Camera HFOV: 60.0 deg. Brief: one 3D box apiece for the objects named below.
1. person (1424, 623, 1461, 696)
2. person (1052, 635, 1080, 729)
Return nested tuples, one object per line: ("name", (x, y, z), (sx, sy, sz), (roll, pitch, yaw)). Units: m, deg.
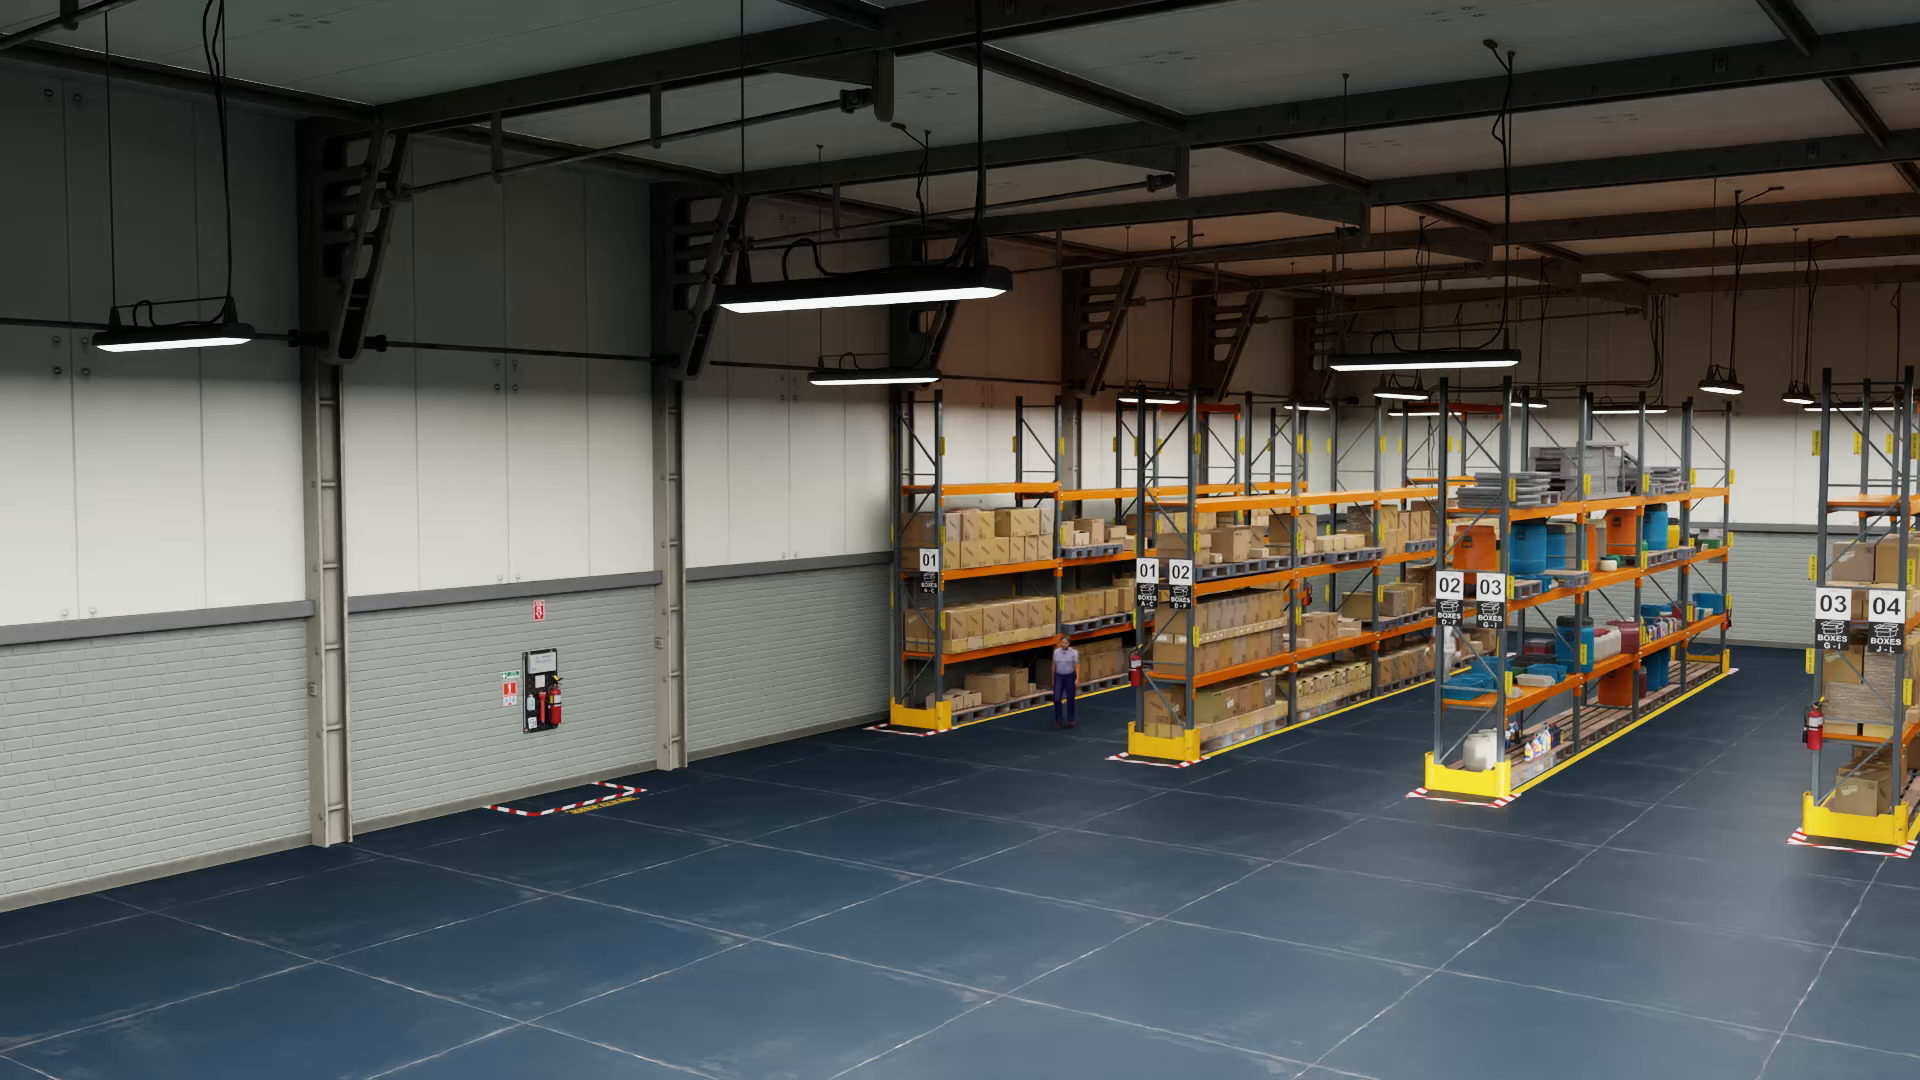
("person", (9.682, 2.239, 33.368), (0.635, 1.722, 1.069), (3, 4, 38))
("person", (1.892, 2.538, 29.622), (0.527, 1.710, 0.505), (1, 3, 14))
